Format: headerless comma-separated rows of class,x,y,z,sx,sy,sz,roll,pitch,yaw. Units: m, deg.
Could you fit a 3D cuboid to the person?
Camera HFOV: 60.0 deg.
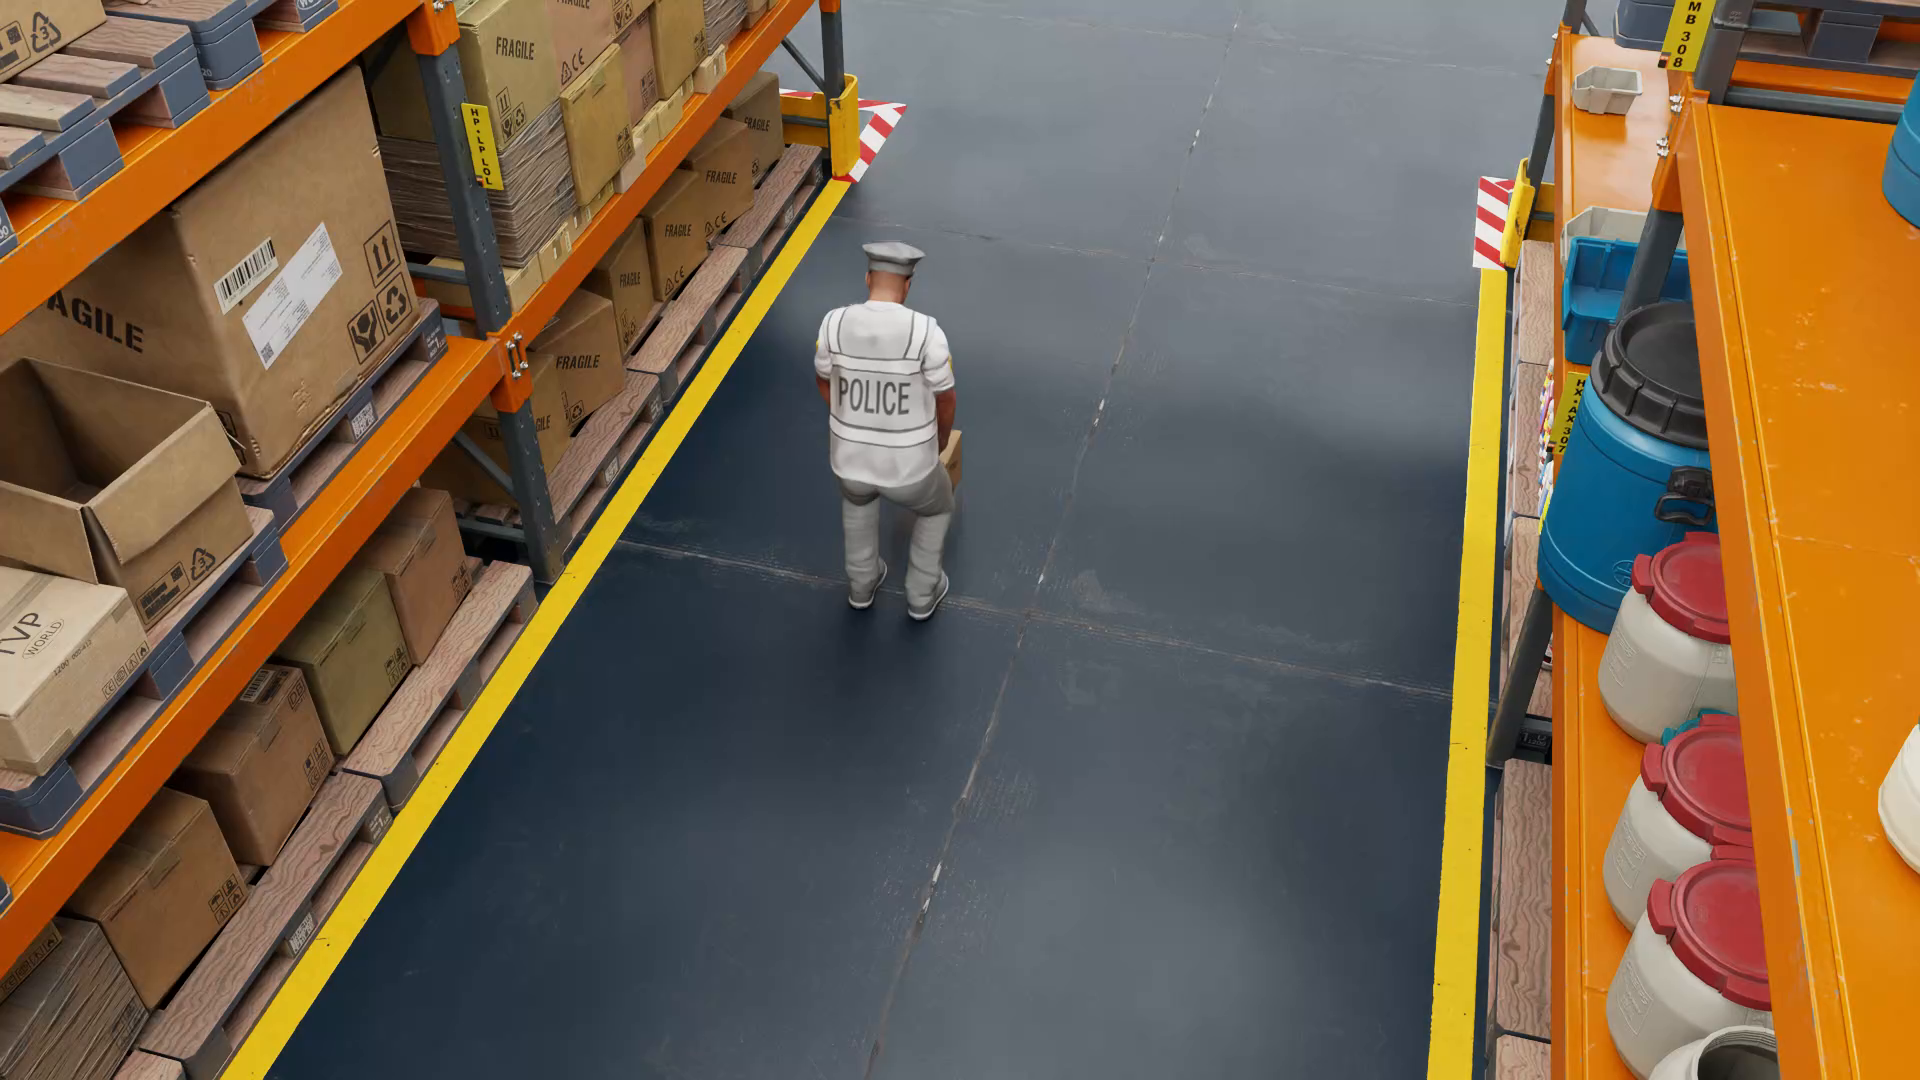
person,-0.301,-0.404,6.722,0.575,1.633,0.609,11,42,12
